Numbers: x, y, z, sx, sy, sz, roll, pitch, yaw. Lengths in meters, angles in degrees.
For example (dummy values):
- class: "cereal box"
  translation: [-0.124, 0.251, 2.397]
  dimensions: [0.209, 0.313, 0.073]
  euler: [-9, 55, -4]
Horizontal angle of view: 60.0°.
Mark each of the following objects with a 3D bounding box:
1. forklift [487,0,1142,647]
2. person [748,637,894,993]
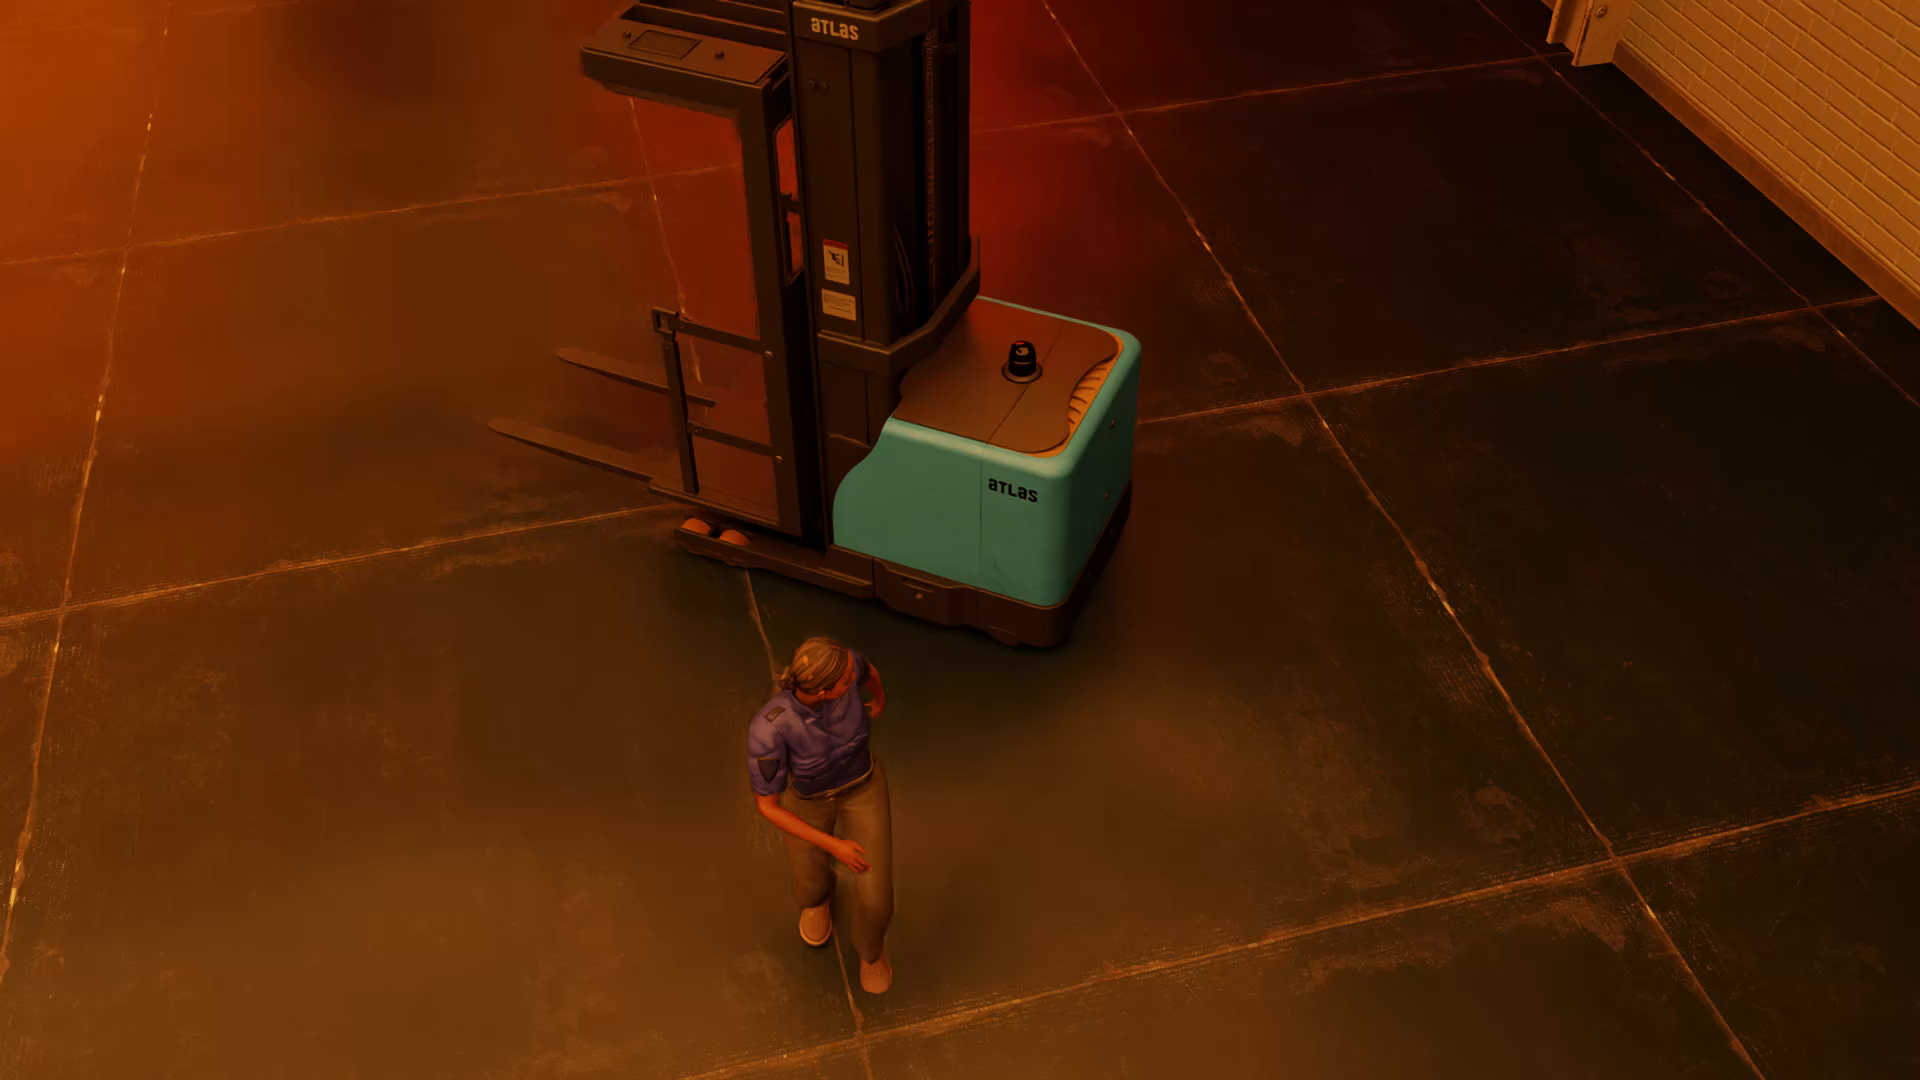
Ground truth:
- class: "forklift"
  translation: [-0.769, -1.264, 6.982]
  dimensions: [3.031, 2.935, 1.130]
  euler: [16, 46, 16]
- class: "person"
  translation: [-0.445, 0.899, 5.713]
  dimensions: [0.542, 1.658, 0.744]
  euler: [-11, 45, -12]
